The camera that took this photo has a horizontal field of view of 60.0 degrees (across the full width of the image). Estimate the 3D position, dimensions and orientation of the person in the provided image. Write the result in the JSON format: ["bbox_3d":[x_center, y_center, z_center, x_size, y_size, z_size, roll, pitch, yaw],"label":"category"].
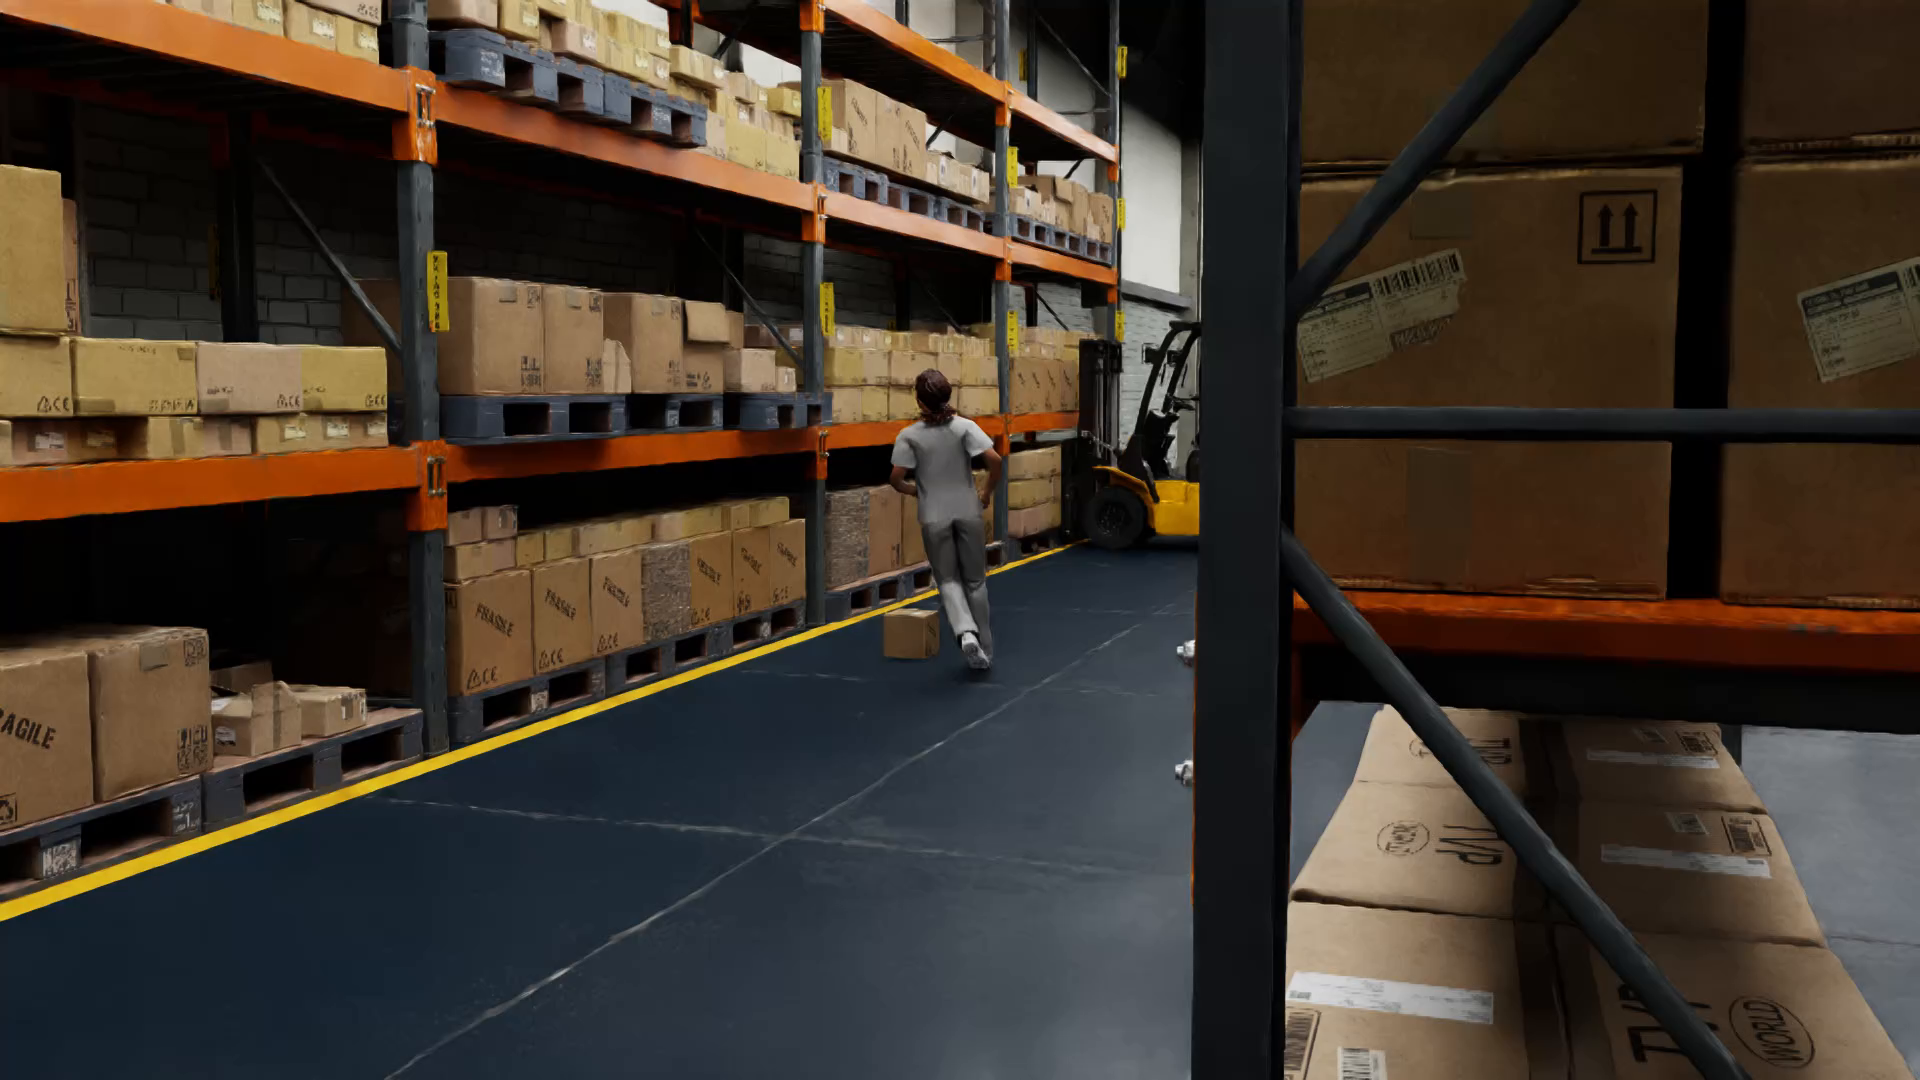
[{"bbox_3d":[-0.086,-0.093,8.892,0.594,1.636,0.718,0,5,-4],"label":"person"}]
